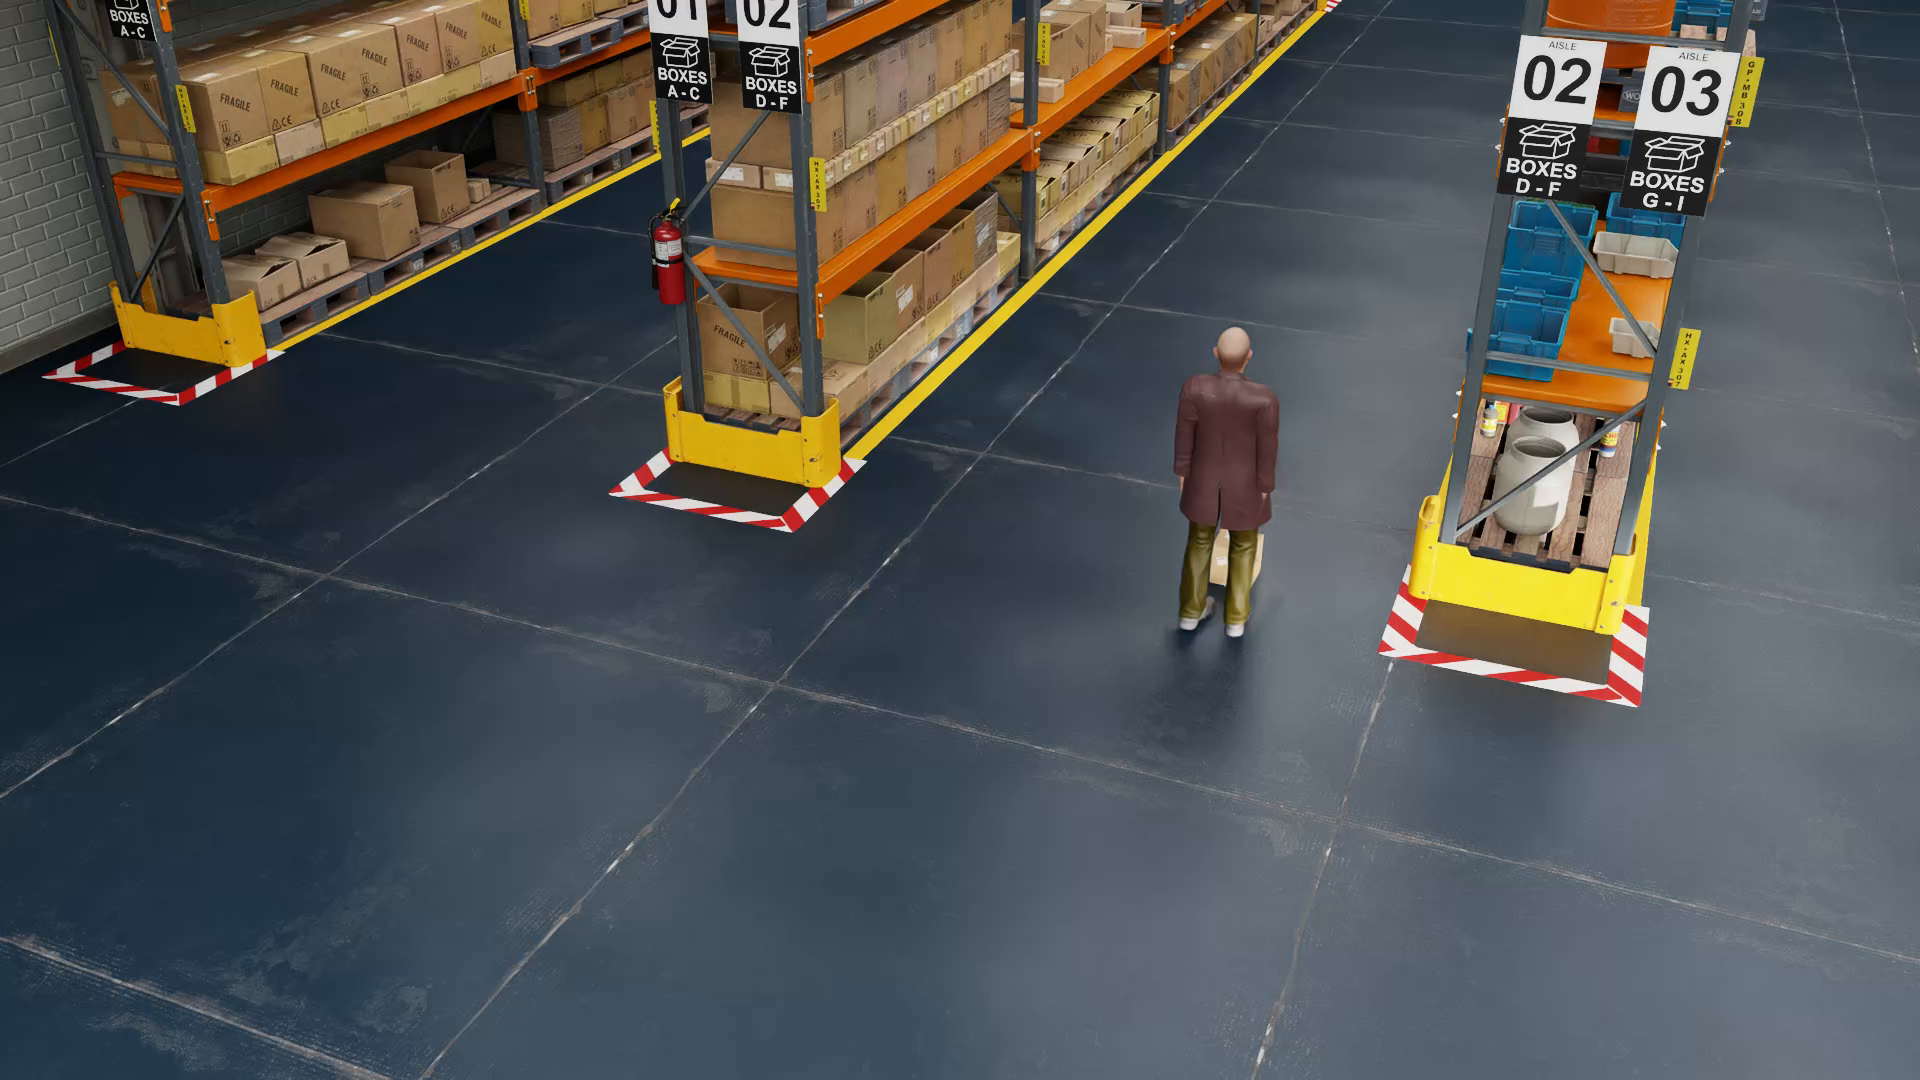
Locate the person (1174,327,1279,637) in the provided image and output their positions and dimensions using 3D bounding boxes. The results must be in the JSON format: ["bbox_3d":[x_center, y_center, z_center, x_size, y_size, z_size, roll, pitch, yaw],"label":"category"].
[{"bbox_3d":[1.432,-0.237,9.062,0.561,1.579,0.418,12,31,20],"label":"person"}]
